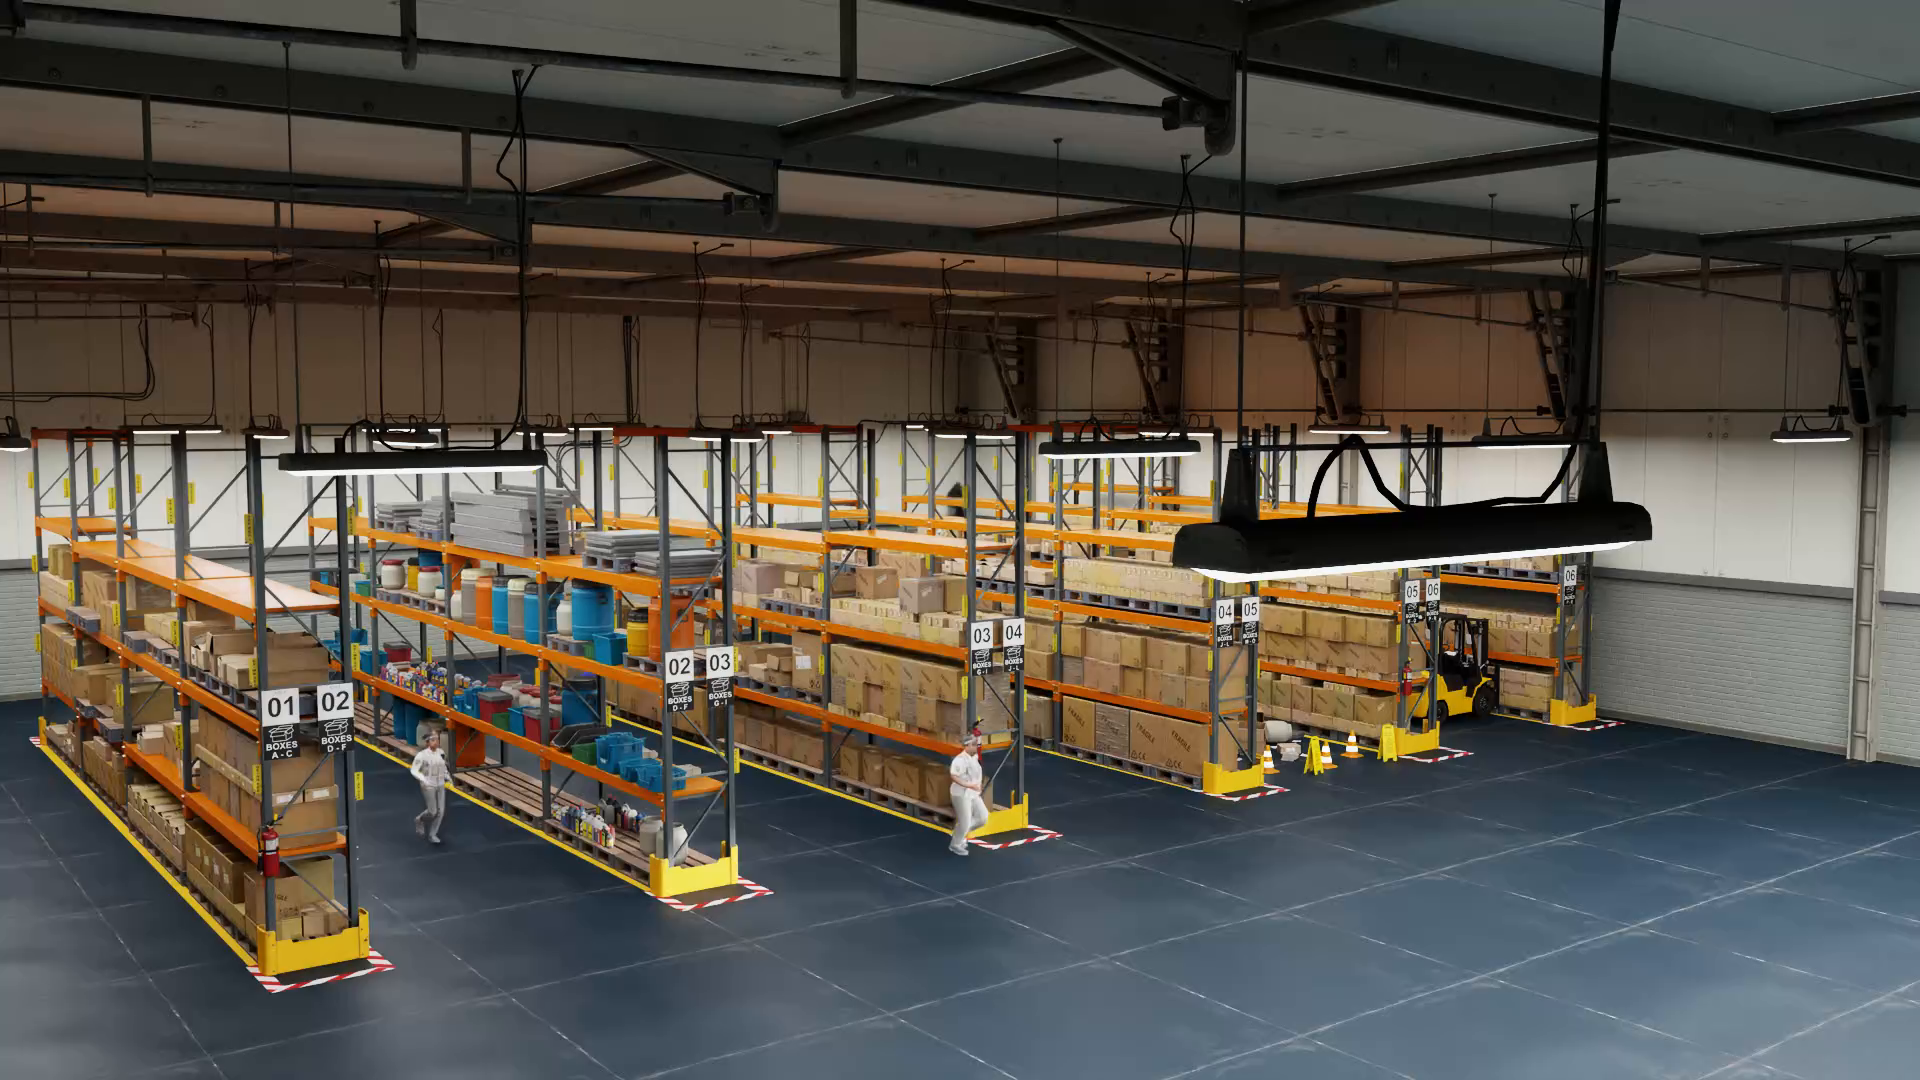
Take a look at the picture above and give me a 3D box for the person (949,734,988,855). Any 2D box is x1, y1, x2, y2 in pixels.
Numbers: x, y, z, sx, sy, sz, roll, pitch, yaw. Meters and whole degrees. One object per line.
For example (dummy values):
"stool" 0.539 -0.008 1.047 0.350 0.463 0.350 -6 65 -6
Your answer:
"person" 0.144 3.618 23.683 0.611 1.733 0.684 3 5 34

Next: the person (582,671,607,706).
"person" -6.913 3.036 31.636 0.553 1.611 0.565 4 6 45

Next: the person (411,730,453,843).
"person" -7.726 3.594 24.334 0.543 1.652 0.601 4 6 38
